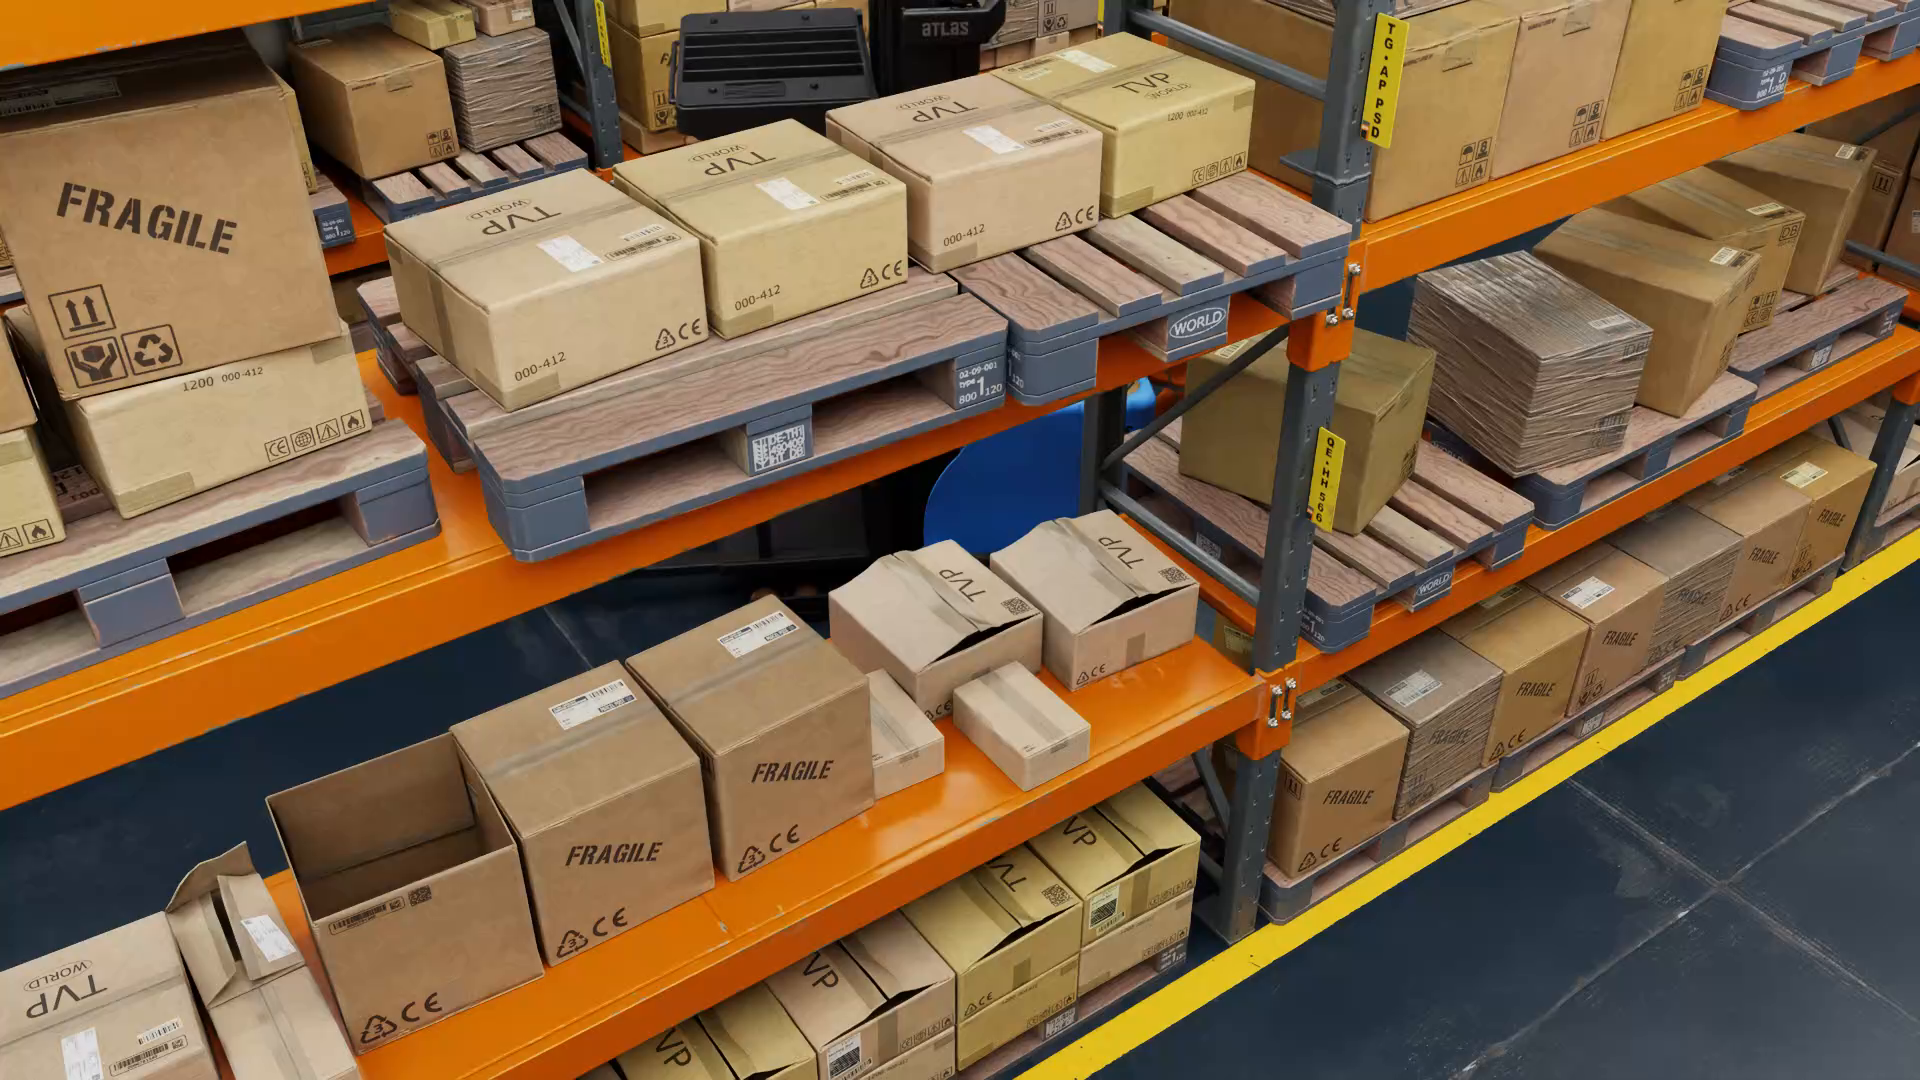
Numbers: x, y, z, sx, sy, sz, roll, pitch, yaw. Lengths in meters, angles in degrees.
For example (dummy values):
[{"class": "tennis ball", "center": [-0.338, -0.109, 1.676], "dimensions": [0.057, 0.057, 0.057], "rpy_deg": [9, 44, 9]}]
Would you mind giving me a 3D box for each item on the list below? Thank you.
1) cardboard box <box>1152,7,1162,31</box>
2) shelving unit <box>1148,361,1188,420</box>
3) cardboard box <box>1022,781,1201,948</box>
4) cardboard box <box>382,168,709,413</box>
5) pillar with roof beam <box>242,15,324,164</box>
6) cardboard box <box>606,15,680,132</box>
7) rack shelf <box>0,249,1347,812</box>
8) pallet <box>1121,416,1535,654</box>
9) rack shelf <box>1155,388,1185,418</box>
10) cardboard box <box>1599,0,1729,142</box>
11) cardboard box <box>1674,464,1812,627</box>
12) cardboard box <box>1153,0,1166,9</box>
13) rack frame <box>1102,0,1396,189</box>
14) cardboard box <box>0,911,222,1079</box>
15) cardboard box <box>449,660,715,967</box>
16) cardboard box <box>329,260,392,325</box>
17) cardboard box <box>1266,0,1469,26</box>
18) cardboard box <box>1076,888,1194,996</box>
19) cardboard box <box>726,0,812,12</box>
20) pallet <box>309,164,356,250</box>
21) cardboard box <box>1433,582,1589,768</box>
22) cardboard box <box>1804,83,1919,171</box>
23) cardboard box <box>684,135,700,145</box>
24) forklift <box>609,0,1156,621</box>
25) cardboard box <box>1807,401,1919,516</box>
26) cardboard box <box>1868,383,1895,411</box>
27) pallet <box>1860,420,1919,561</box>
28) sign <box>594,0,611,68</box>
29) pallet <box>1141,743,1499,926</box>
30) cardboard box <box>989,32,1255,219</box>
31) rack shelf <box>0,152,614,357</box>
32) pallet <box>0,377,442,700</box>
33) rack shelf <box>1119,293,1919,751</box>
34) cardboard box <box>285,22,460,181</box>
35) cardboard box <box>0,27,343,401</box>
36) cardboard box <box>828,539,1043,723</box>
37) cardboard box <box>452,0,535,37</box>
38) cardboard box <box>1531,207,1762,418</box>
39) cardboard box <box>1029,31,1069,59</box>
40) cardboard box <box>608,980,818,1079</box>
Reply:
[{"class": "cardboard box", "center": [1.062, -3.336, 10.517], "dimensions": [0.250, 0.149, 0.380], "rpy_deg": [-22, 41, -27]}, {"class": "shelving unit", "center": [1.097, -0.696, 8.188], "dimensions": [0.258, 1.200, 0.503], "rpy_deg": [16, 39, 21]}, {"class": "cardboard box", "center": [0.476, 1.042, 5.747], "dimensions": [0.500, 0.311, 0.500], "rpy_deg": [-21, 41, -27]}, {"class": "cardboard box", "center": [-0.909, -0.566, 3.667], "dimensions": [0.500, 0.250, 0.500], "rpy_deg": [-26, 43, -32]}, {"class": "pillar with roof beam", "center": [-1.176, -2.689, 4.282], "dimensions": [0.400, 9.000, 9.100], "rpy_deg": [-22, 41, -28]}, {"class": "cardboard box", "center": [-1.550, -2.543, 8.860], "dimensions": [0.500, 0.500, 0.500], "rpy_deg": [-21, 41, -27]}, {"class": "rack shelf", "center": [-0.873, -0.223, 4.038], "dimensions": [4.000, 0.370, 1.077], "rpy_deg": [-22, 41, -28]}, {"class": "pallet", "center": [1.276, -0.153, 6.059], "dimensions": [1.003, 0.211, 1.213], "rpy_deg": [-22, 41, -28]}, {"class": "rack shelf", "center": [1.097, -0.642, 8.227], "dimensions": [0.258, 0.148, 0.480], "rpy_deg": [16, 39, 21]}, {"class": "cardboard box", "center": [1.941, -1.737, 5.442], "dimensions": [0.500, 0.500, 0.910], "rpy_deg": [-22, 41, -28]}, {"class": "cardboard box", "center": [3.384, -0.014, 7.465], "dimensions": [0.500, 0.500, 0.500], "rpy_deg": [-22, 41, -28]}, {"class": "cardboard box", "center": [0.943, -3.572, 10.290], "dimensions": [0.500, 0.500, 0.500], "rpy_deg": [-23, 42, -29]}, {"class": "rack frame", "center": [0.762, -2.405, 3.887], "dimensions": [0.127, 3.000, 1.000], "rpy_deg": [-22, 41, -28]}, {"class": "cardboard box", "center": [-2.130, 1.250, 4.071], "dimensions": [0.500, 0.250, 0.500], "rpy_deg": [-20, 40, -25]}, {"class": "cardboard box", "center": [-1.030, 0.739, 4.568], "dimensions": [0.500, 0.500, 0.500], "rpy_deg": [-22, 41, -28]}, {"class": "cardboard box", "center": [-3.155, -1.372, 8.711], "dimensions": [0.500, 0.250, 0.500], "rpy_deg": [-22, 41, -27]}, {"class": "cardboard box", "center": [1.122, -1.778, 4.642], "dimensions": [0.500, 0.500, 0.500], "rpy_deg": [-22, 41, -28]}, {"class": "cardboard box", "center": [0.472, 1.269, 5.911], "dimensions": [0.500, 0.250, 0.500], "rpy_deg": [-21, 41, -27]}, {"class": "cardboard box", "center": [-1.136, -3.017, 8.877], "dimensions": [0.500, 0.250, 0.500], "rpy_deg": [-23, 42, -28]}, {"class": "pallet", "center": [-3.689, -1.570, 8.028], "dimensions": [1.213, 0.211, 1.003], "rpy_deg": [-22, 41, -28]}, {"class": "cardboard box", "center": [2.136, 0.505, 6.743], "dimensions": [0.500, 0.500, 0.500], "rpy_deg": [-23, 42, -28]}, {"class": "cardboard box", "center": [4.296, -2.055, 7.597], "dimensions": [0.500, 0.500, 0.500], "rpy_deg": [-22, 41, -28]}, {"class": "cardboard box", "center": [-1.481, -2.320, 9.104], "dimensions": [0.250, 0.149, 0.380], "rpy_deg": [-22, 41, -27]}, {"class": "forklift", "center": [-0.673, -1.128, 7.308], "dimensions": [3.031, 2.935, 1.130], "rpy_deg": [-4, 36, -5]}, {"class": "cardboard box", "center": [4.499, -0.440, 8.219], "dimensions": [0.500, 0.311, 0.500], "rpy_deg": [-22, 41, -28]}, {"class": "cardboard box", "center": [4.947, -0.982, 8.972], "dimensions": [0.500, 0.311, 0.500], "rpy_deg": [-22, 41, -28]}, {"class": "pallet", "center": [4.593, -0.414, 8.645], "dimensions": [1.213, 0.211, 1.003], "rpy_deg": [-22, 41, -28]}, {"class": "sign", "center": [-1.774, -2.515, 8.254], "dimensions": [0.005, 0.325, 0.100], "rpy_deg": [-22, 41, -28]}, {"class": "pallet", "center": [1.394, 0.929, 6.777], "dimensions": [1.213, 0.211, 1.003], "rpy_deg": [-22, 41, -28]}, {"class": "cardboard box", "center": [0.424, -1.118, 4.435], "dimensions": [0.500, 0.250, 0.500], "rpy_deg": [-26, 43, -31]}, {"class": "rack shelf", "center": [-3.730, -1.368, 8.199], "dimensions": [4.000, 0.370, 1.077], "rpy_deg": [-22, 41, -28]}, {"class": "pallet", "center": [-1.794, -0.067, 3.369], "dimensions": [1.217, 0.209, 0.805], "rpy_deg": [-24, 42, -30]}, {"class": "rack shelf", "center": [2.397, -0.350, 6.784], "dimensions": [4.000, 0.370, 1.077], "rpy_deg": [-22, 41, -28]}, {"class": "cardboard box", "center": [-2.914, -2.188, 8.261], "dimensions": [0.500, 0.500, 0.700], "rpy_deg": [-27, 43, -32]}, {"class": "cardboard box", "center": [-1.529, -0.647, 3.139], "dimensions": [0.500, 0.500, 0.500], "rpy_deg": [-18, 40, -24]}, {"class": "cardboard box", "center": [-0.081, 0.275, 5.375], "dimensions": [0.500, 0.311, 0.500], "rpy_deg": [-23, 42, -28]}, {"class": "cardboard box", "center": [-2.359, -2.685, 8.396], "dimensions": [0.250, 0.149, 0.380], "rpy_deg": [-28, 44, -33]}, {"class": "cardboard box", "center": [2.623, -0.903, 6.491], "dimensions": [0.700, 0.500, 0.500], "rpy_deg": [26, 43, 32]}, {"class": "cardboard box", "center": [0.449, -3.057, 10.129], "dimensions": [0.250, 0.149, 0.380], "rpy_deg": [-22, 41, -28]}, {"class": "cardboard box", "center": [-0.770, 1.556, 5.033], "dimensions": [0.500, 0.311, 0.500], "rpy_deg": [-21, 41, -27]}]
